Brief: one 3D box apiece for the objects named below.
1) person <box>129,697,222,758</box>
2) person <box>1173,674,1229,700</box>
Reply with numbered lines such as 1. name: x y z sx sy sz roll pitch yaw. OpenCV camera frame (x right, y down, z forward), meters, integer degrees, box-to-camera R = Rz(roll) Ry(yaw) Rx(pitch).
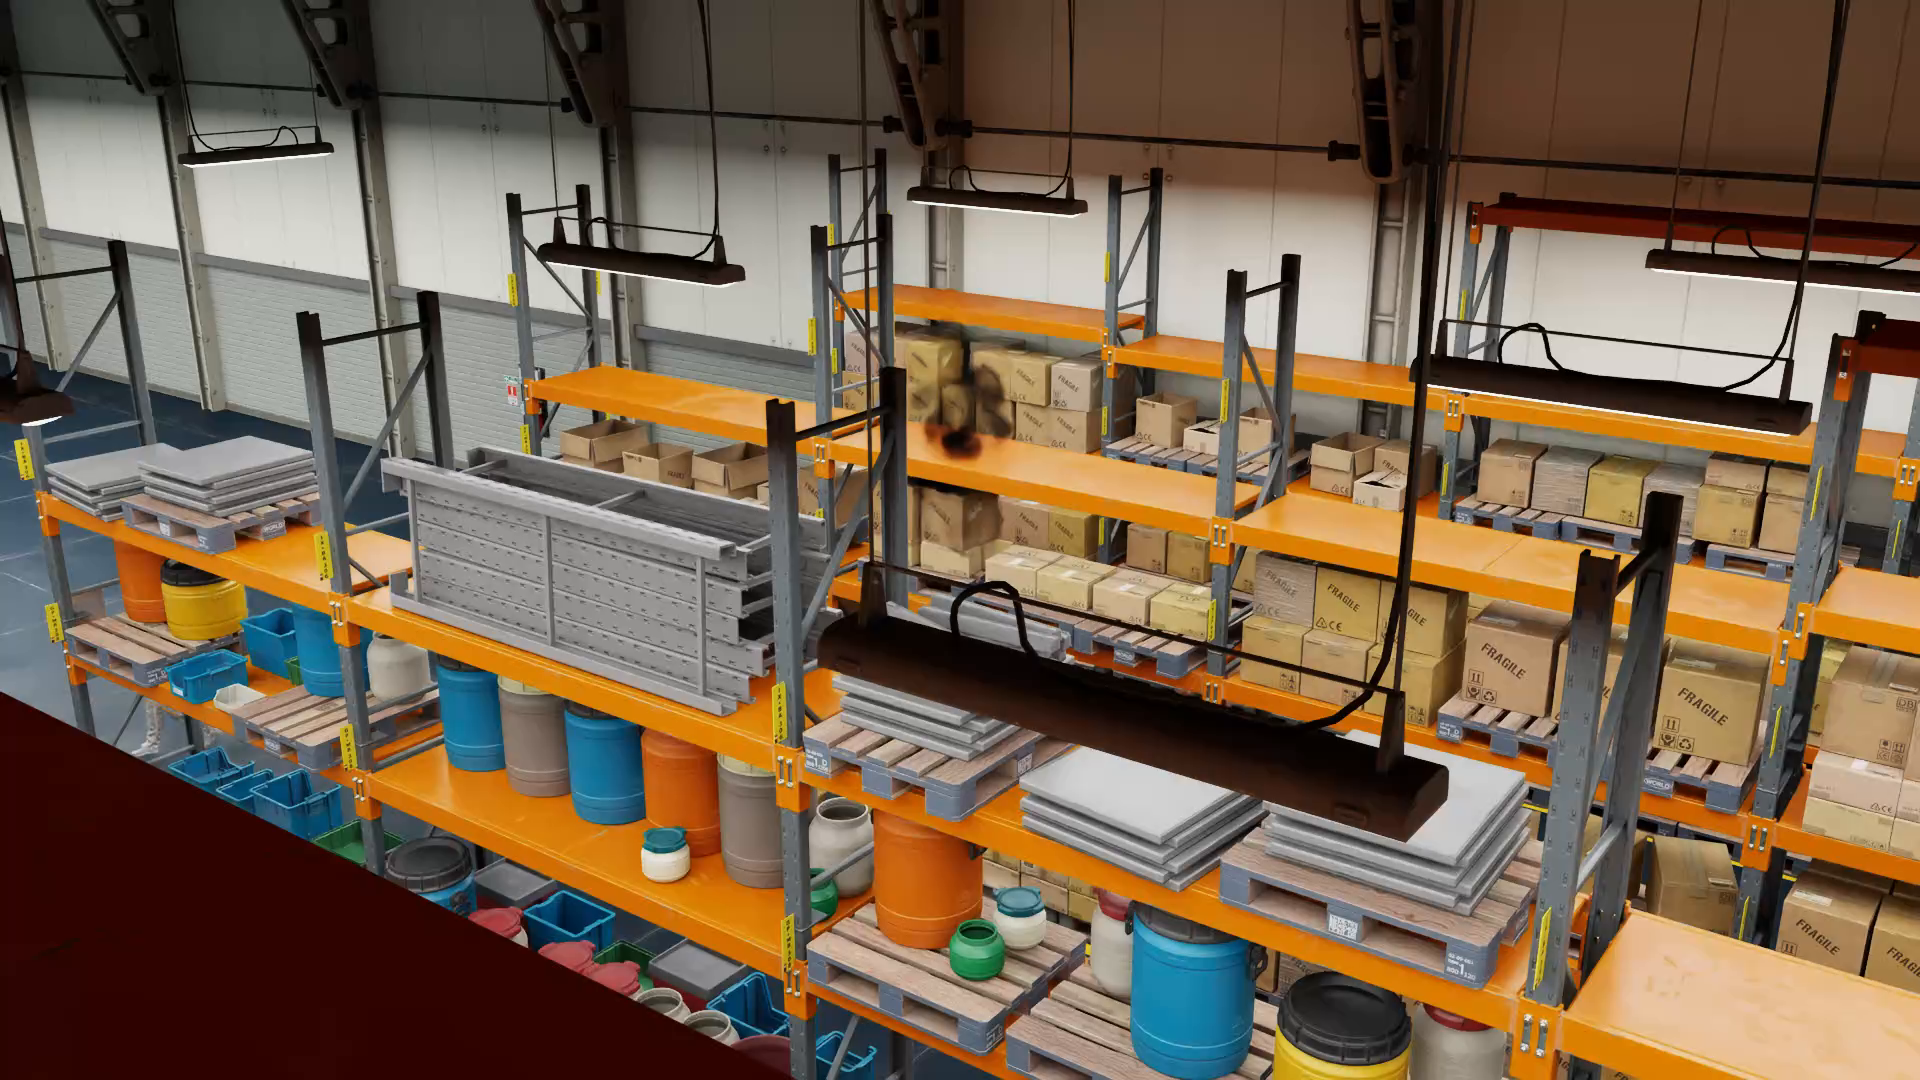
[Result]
1. person: -8.507 1.478 17.790 0.962 1.776 0.673 -8 20 -21
2. person: 2.485 1.960 16.477 0.935 1.820 0.730 12 22 32
